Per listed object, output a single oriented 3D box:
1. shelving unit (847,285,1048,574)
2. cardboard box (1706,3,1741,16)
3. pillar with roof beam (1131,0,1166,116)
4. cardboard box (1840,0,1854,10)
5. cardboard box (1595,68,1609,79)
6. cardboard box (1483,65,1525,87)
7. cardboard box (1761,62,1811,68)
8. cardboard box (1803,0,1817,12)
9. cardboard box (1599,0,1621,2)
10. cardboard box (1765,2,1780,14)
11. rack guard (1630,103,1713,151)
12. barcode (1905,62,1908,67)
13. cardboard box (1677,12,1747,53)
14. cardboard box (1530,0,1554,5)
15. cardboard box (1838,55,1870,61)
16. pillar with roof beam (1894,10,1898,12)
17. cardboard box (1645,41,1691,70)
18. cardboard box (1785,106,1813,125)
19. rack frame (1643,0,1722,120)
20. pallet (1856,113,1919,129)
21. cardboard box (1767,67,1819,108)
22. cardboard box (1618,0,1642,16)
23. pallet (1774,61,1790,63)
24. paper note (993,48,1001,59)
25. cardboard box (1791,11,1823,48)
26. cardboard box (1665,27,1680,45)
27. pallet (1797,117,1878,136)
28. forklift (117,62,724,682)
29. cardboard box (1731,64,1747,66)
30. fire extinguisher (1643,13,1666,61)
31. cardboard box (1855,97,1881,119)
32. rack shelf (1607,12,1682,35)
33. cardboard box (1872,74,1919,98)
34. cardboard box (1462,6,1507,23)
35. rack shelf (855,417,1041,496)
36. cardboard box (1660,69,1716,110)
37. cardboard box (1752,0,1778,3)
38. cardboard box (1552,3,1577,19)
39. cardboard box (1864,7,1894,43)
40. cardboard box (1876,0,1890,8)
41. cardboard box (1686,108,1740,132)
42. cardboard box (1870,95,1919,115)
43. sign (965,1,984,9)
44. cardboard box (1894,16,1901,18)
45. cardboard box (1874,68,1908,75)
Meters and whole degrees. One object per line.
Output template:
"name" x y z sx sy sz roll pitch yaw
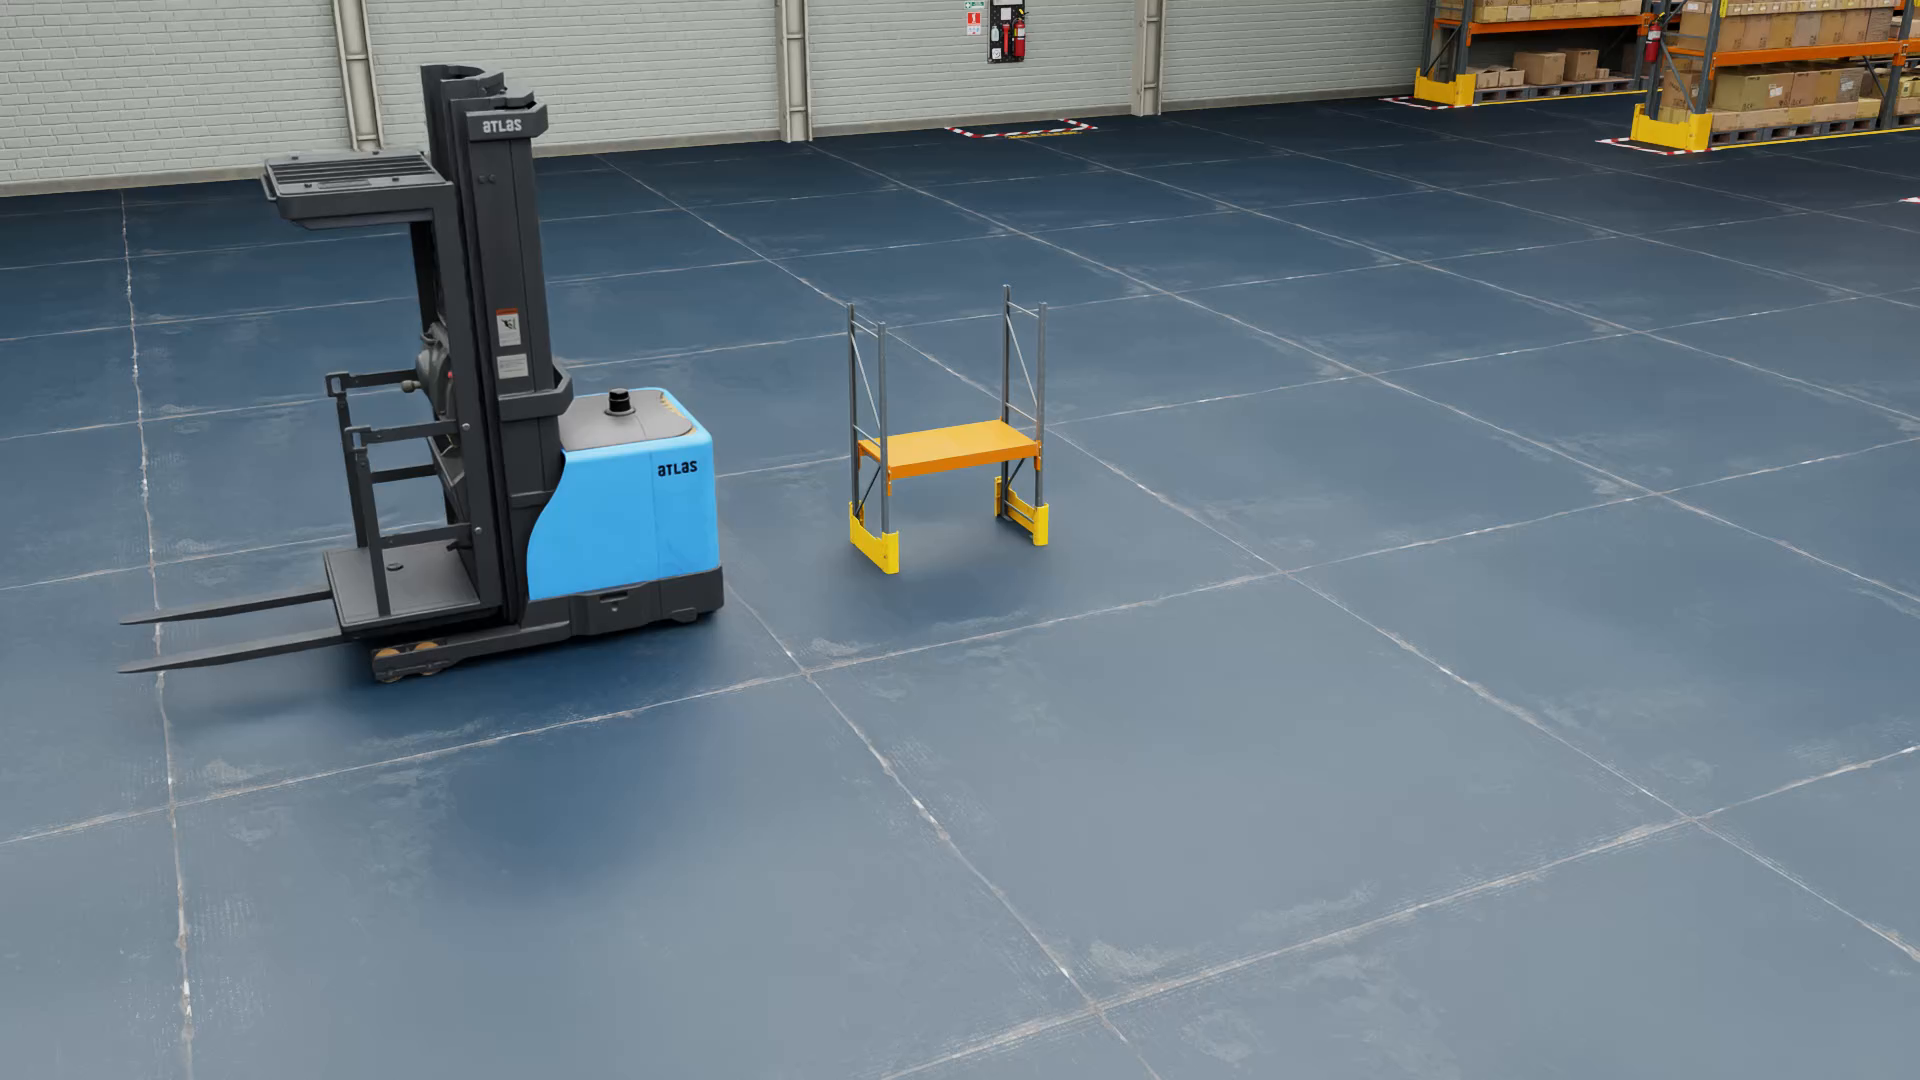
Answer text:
"shelving unit" -0.069 -0.680 9.933 1.083 1.500 0.587 -10 25 -24
"cardboard box" 10.747 -7.477 23.412 0.250 0.149 0.380 -11 25 -24
"pillar with roof beam" 4.865 -9.554 21.565 0.400 9.000 9.100 -10 25 -24
"cardboard box" 12.835 -7.862 24.343 0.250 0.149 0.380 -11 25 -24
"cardboard box" 11.284 -8.305 29.521 0.250 0.166 0.380 -14 26 -30
"cardboard box" 9.325 -7.986 28.561 0.500 0.311 0.500 -8 24 -19
"cardboard box" 12.450 -6.939 25.156 0.500 0.500 0.500 -10 25 -24
"cardboard box" 12.133 -7.732 24.027 0.250 0.149 0.380 -10 25 -23
"cardboard box" 11.014 -9.527 28.533 0.500 0.500 0.500 -11 25 -24
"cardboard box" 11.438 -7.604 23.718 0.250 0.149 0.380 -11 25 -24
"rack guard" 10.279 -5.981 24.046 0.348 0.500 1.175 -10 25 -24
"barcode" 14.315 -7.194 25.146 0.075 0.075 0.001 -10 25 -24
"cardboard box" 10.727 -7.259 23.735 0.500 0.500 0.700 -10 25 -24
"cardboard box" 9.627 -9.271 27.914 0.500 0.500 0.500 -11 25 -25
"cardboard box" 16.869 -9.594 31.768 0.750 0.750 0.750 -11 25 -24
"pillar with roof beam" 21.084 -12.540 28.778 0.400 9.000 9.100 -10 25 -24
"cardboard box" 12.853 -8.789 30.254 0.500 0.500 0.700 -11 25 -25
"cardboard box" 12.232 -6.324 24.652 0.500 0.250 0.500 -10 25 -24
"rack frame" 10.300 -7.140 23.577 0.127 3.000 1.000 -10 25 -24
"pallet" 14.552 -6.651 26.041 1.213 0.211 1.003 -10 25 -24
"cardboard box" 12.233 -6.670 24.508 0.500 0.500 0.500 -10 25 -24
"cardboard box" 11.458 -9.267 28.886 0.500 0.250 0.500 -10 25 -23
"pallet" 16.100 -8.990 31.692 1.213 0.211 1.003 -10 25 -24
"paper note" 0.565 -7.456 25.493 0.142 0.148 0.016 -10 25 -24
"cardboard box" 12.120 -7.517 24.357 0.500 0.500 0.700 -10 24 -22
"cardboard box" 12.804 -9.107 30.042 0.500 0.250 0.500 -11 25 -25
"pallet" 13.170 -6.398 25.430 1.213 0.211 1.003 -10 25 -24
"forklift" -2.867 -0.858 8.490 3.031 2.935 1.130 -10 24 -22
"cardboard box" 14.216 -9.039 30.858 0.500 0.500 0.700 -10 25 -24
"fire extinguisher" 9.993 -7.245 23.931 0.183 0.674 0.296 -10 25 -24
"cardboard box" 13.582 -6.575 25.258 0.500 0.250 0.500 -10 25 -24
"rack shelf" 13.555 -9.510 30.242 4.000 0.370 1.077 -10 25 -24
"cardboard box" 14.385 -6.969 25.477 0.500 0.311 0.500 -10 25 -23
"cardboard box" 8.726 -8.758 27.656 0.500 0.250 0.500 -11 25 -25
"rack shelf" -0.077 -0.513 9.998 1.000 0.185 0.538 -10 25 -24
"cardboard box" 10.655 -6.602 24.342 0.500 0.500 0.500 -10 25 -24
"cardboard box" 11.246 -7.957 23.723 0.500 0.500 0.700 -11 25 -25
"cardboard box" 10.106 -9.015 28.276 0.500 0.250 0.500 -10 25 -23
"cardboard box" 13.508 -7.774 24.978 0.500 0.500 0.700 -11 25 -25
"cardboard box" 13.529 -7.990 24.652 0.250 0.149 0.380 -11 25 -25
"cardboard box" 10.880 -6.076 24.053 0.500 0.250 0.500 -10 25 -24
"cardboard box" 14.376 -6.709 25.581 0.500 0.250 0.500 -11 25 -25
"sign" 0.220 -8.072 25.088 0.331 0.109 0.001 -10 25 -24
"cardboard box" 14.617 -7.951 25.711 0.258 0.266 0.396 -11 25 -25
"cardboard box" 14.611 -7.241 26.133 0.500 0.311 0.500 -10 24 -22
